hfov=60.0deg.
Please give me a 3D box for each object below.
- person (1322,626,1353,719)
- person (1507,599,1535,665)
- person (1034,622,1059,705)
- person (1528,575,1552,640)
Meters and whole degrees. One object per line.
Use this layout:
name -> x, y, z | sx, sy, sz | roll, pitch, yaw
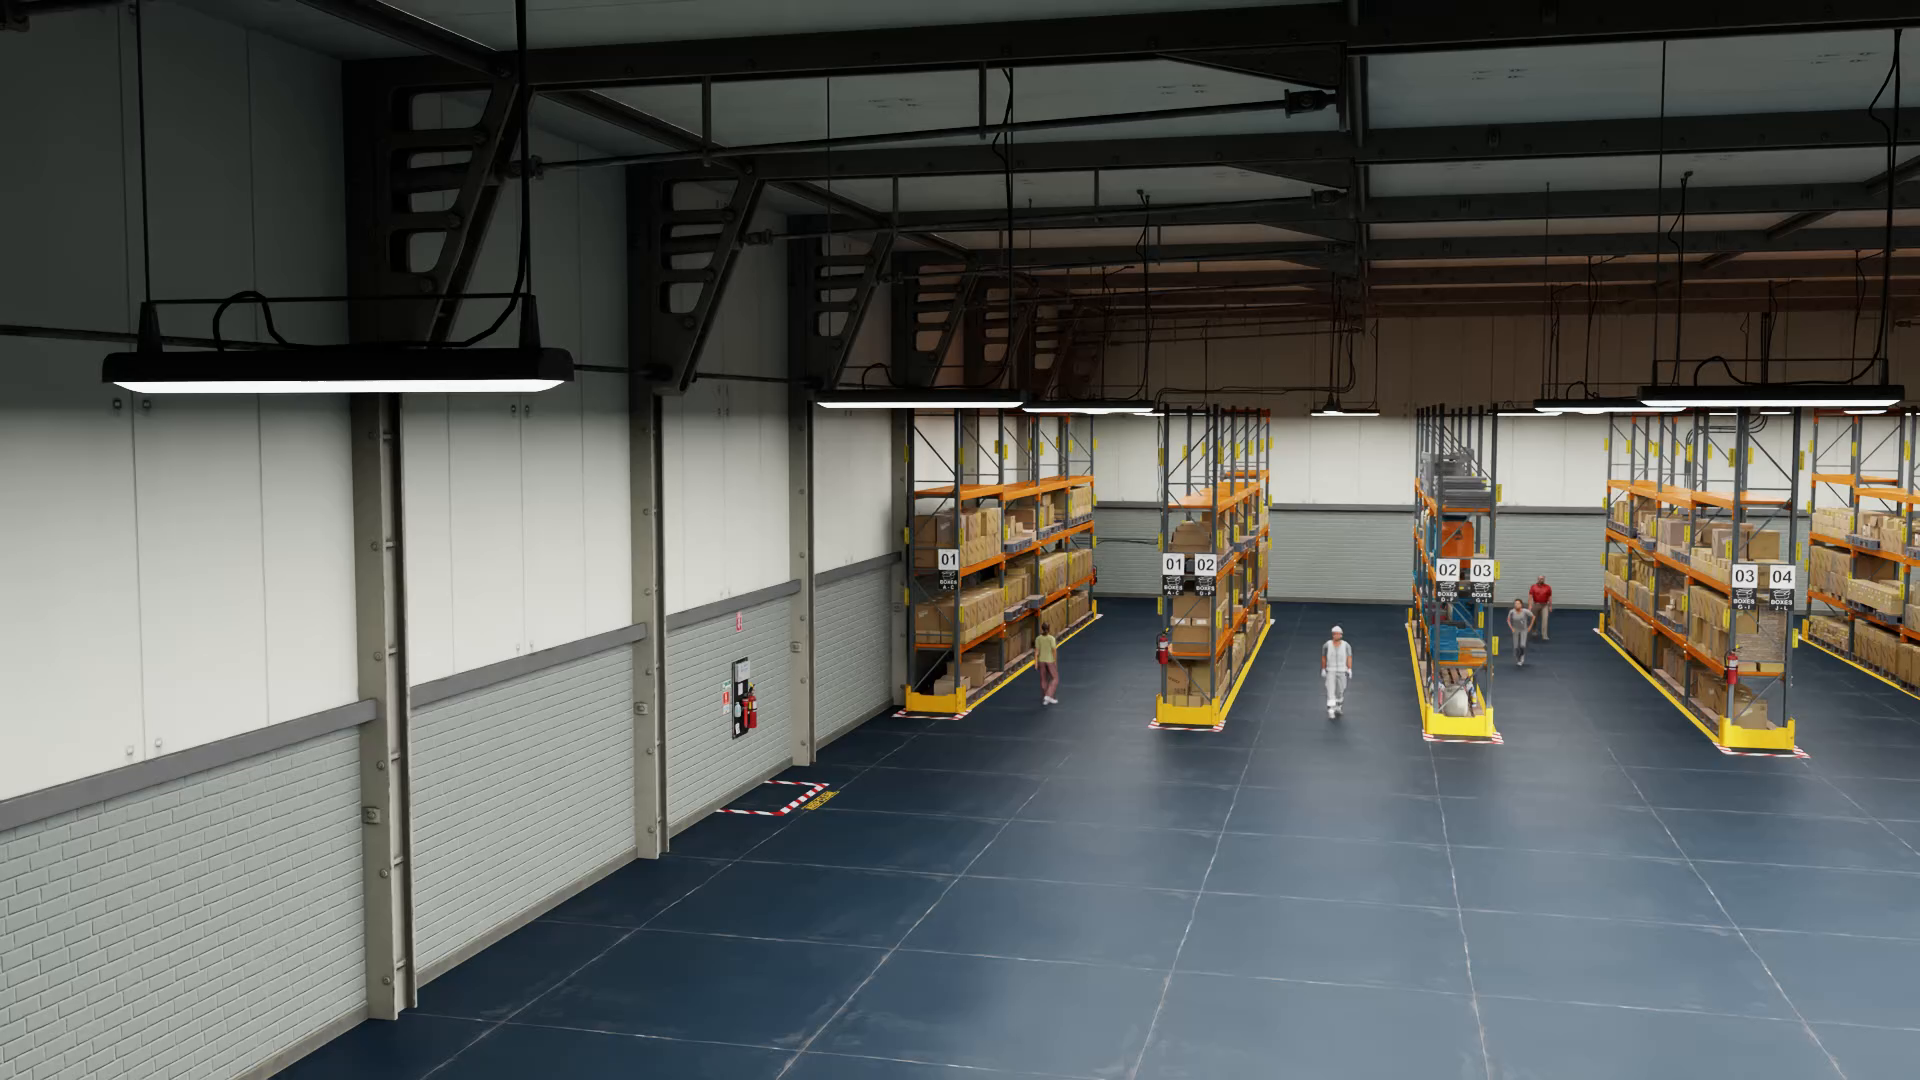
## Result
person -> 7.192, 2.520, 31.694 | 0.554, 1.735, 1.023 | 1, 4, 9
person -> 13.017, 2.128, 38.579 | 0.610, 1.580, 0.688 | 2, 5, 24
person -> 1.732, 2.473, 33.258 | 0.501, 1.669, 0.531 | 1, 4, 17
person -> 15.077, 1.734, 43.188 | 0.632, 1.664, 1.099 | 1, 4, 11
